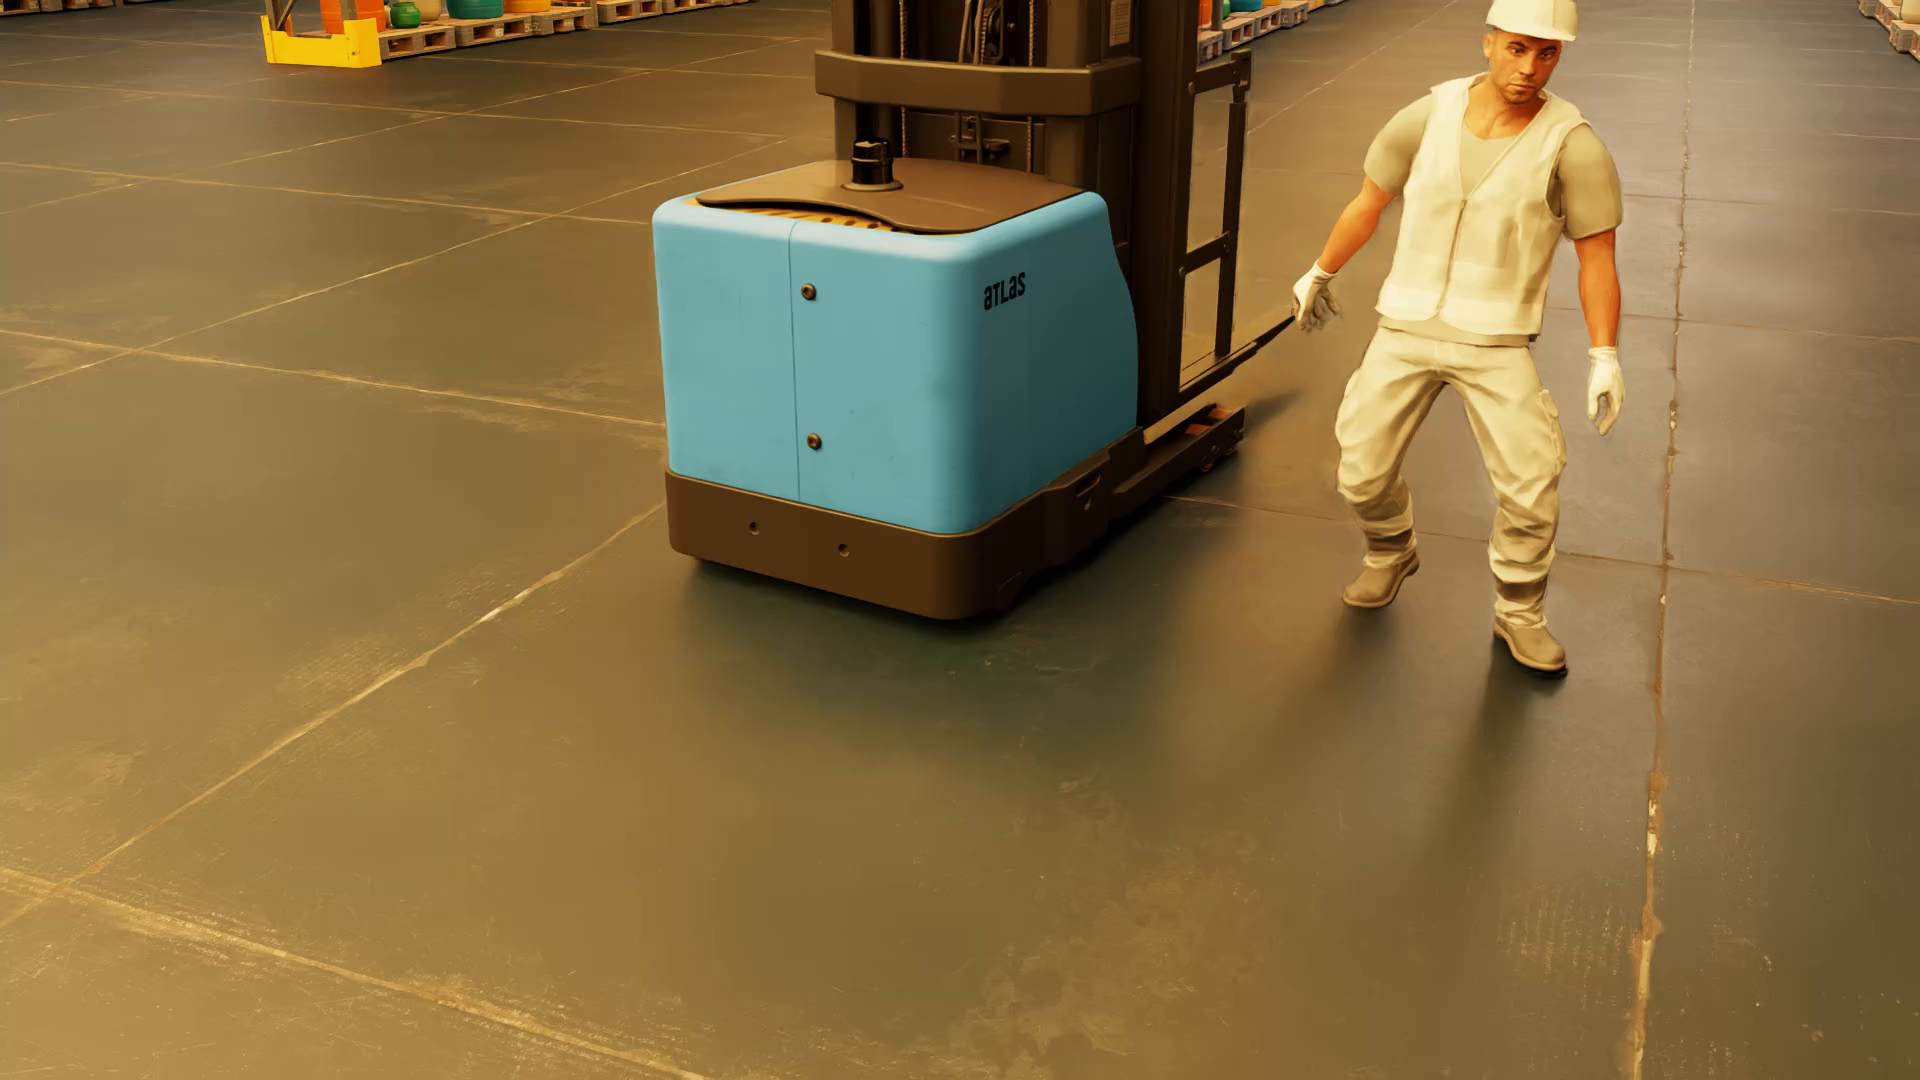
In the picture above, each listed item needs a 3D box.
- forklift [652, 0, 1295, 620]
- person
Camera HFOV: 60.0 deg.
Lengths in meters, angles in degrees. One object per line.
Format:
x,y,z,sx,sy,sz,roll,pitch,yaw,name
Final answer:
0.337,-1.663,5.272,1.130,2.935,3.031,13,26,28,forklift
1.250,-0.559,4.226,0.894,1.702,0.493,15,27,31,person
